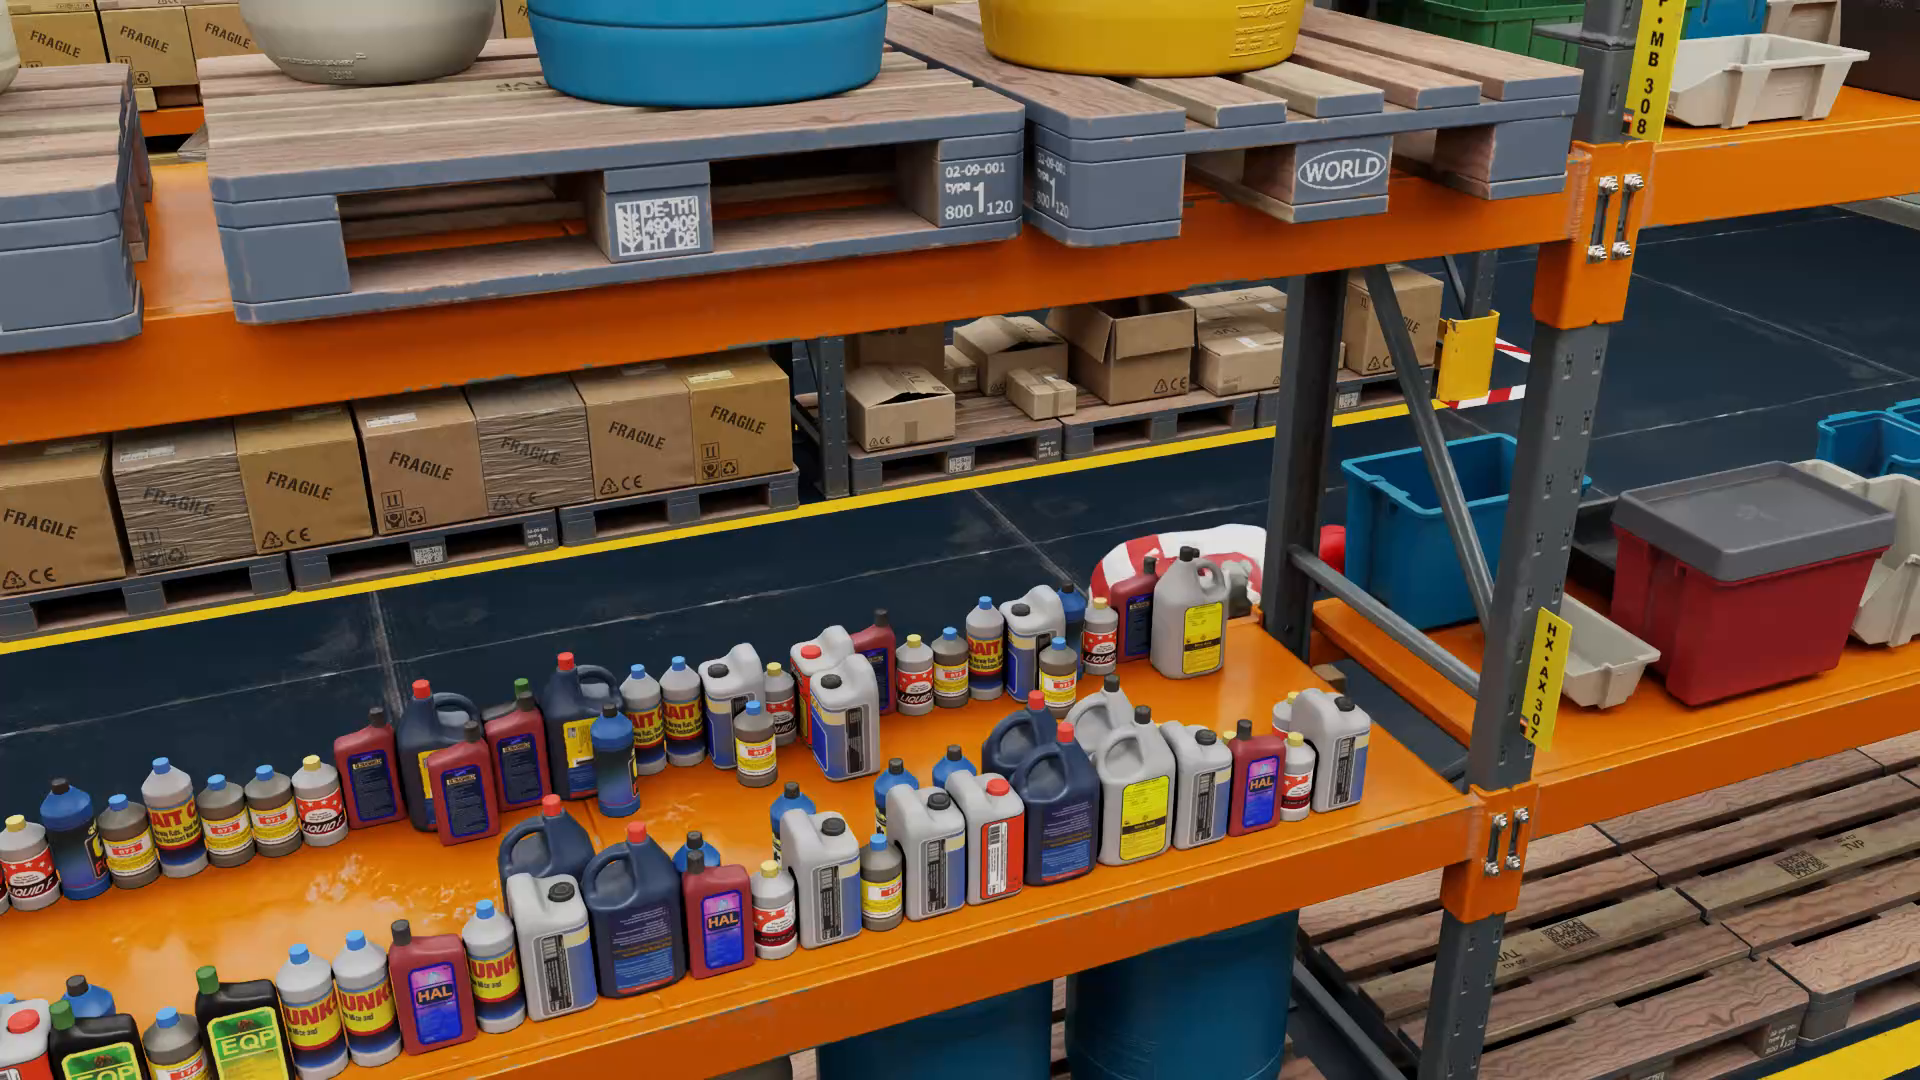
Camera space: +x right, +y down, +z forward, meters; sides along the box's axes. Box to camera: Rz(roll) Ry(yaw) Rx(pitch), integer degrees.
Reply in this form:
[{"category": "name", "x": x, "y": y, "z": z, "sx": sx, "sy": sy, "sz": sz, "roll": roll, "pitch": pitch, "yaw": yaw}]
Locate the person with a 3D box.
[{"category": "person", "x": 0.931, "y": 0.458, "z": 5.937, "sx": 0.956, "sy": 1.087, "sz": 0.515, "roll": -1, "pitch": 26, "yaw": -2}]
